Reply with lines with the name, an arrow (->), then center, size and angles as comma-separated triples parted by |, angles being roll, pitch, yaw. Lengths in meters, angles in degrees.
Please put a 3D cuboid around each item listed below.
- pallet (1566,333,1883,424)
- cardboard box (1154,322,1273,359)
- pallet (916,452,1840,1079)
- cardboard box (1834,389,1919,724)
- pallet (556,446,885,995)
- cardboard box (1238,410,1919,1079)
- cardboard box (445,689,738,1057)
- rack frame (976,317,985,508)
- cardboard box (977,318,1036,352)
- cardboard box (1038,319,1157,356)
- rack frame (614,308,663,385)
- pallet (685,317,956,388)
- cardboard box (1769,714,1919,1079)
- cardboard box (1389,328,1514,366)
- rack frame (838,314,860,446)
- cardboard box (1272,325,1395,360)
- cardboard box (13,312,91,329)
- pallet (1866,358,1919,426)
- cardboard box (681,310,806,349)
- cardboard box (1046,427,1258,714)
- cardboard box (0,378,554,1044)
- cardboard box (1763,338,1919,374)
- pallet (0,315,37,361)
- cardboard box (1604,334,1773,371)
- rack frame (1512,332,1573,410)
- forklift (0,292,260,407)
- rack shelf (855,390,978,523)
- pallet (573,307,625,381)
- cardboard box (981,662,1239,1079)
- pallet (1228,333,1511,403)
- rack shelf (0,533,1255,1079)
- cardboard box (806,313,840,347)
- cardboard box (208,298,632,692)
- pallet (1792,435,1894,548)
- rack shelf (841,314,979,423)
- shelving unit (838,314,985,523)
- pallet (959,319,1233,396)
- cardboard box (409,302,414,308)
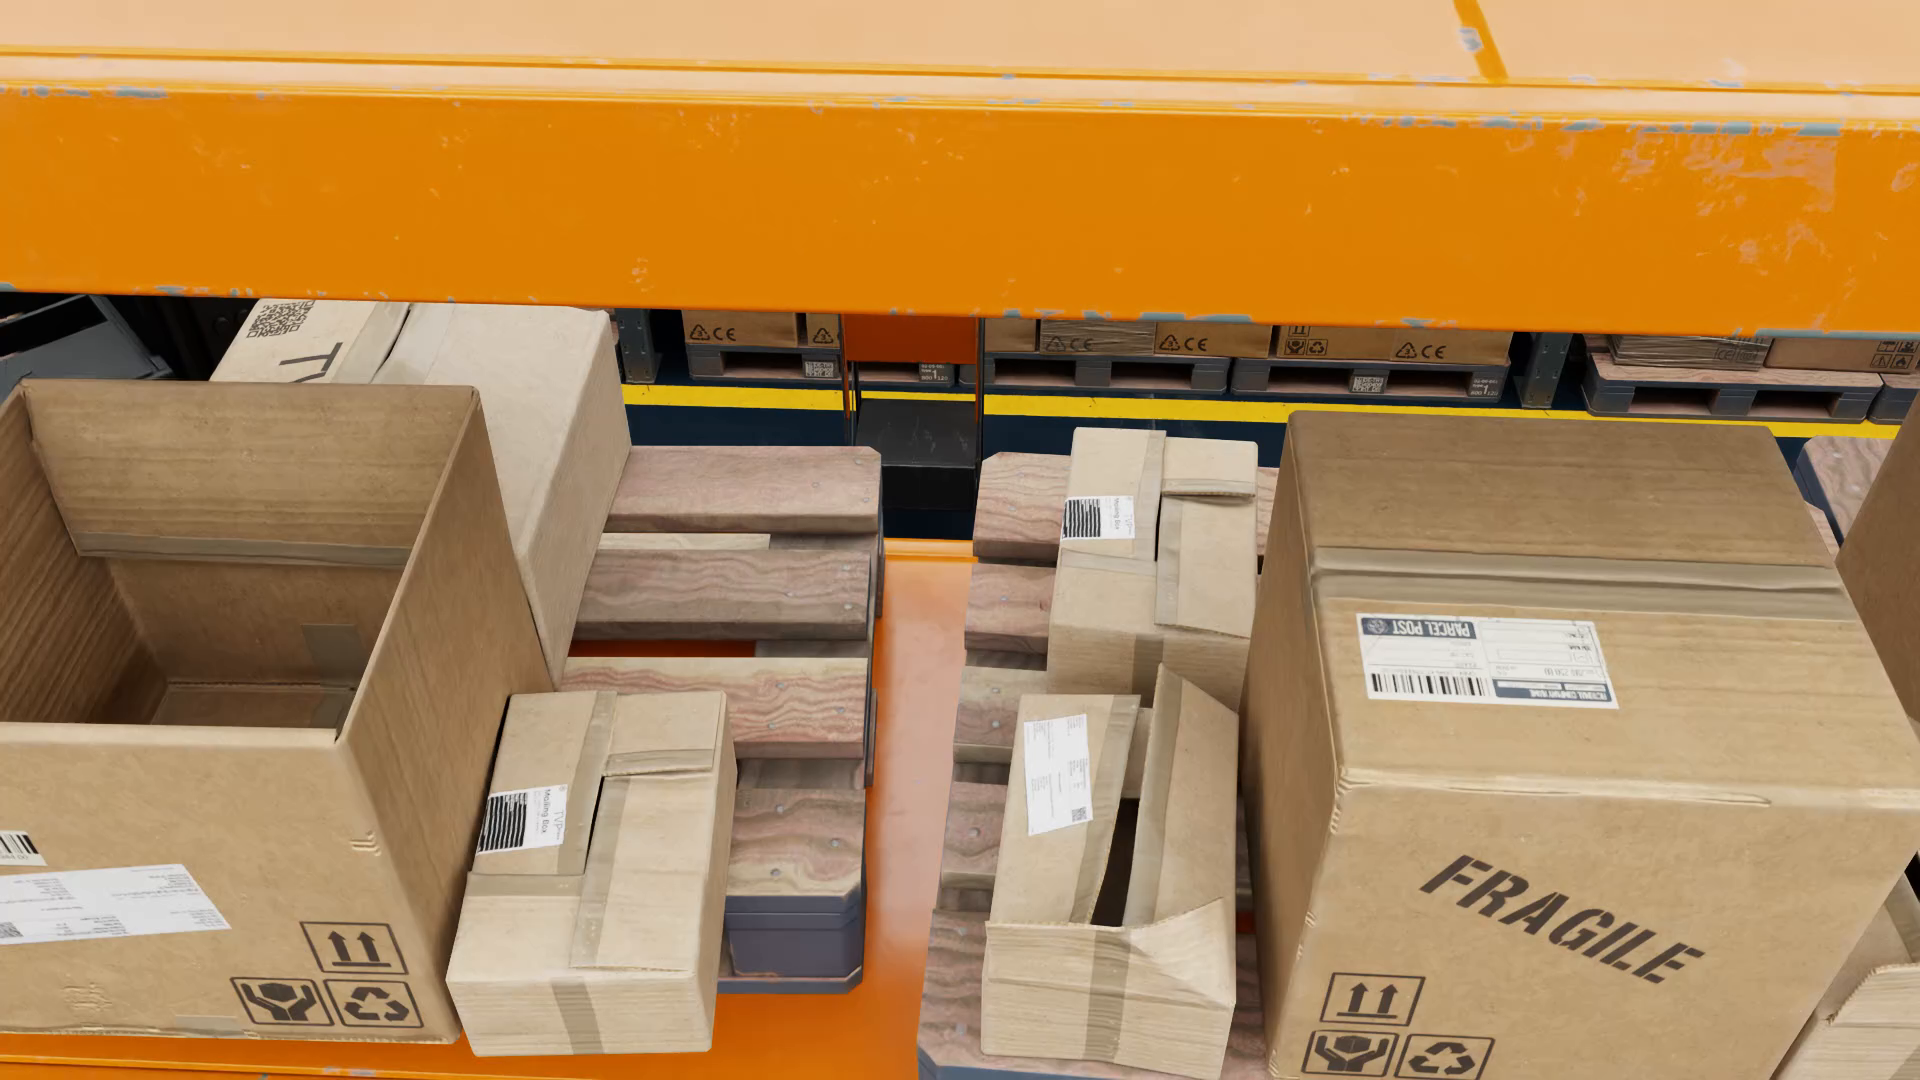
pallet -> 3.397, -0.943, 7.607 | 1.213, 0.211, 1.003 | 2, 43, 2
cardboard box -> 1.122, -1.157, 7.318 | 0.500, 0.500, 0.500 | 3, 43, 4
pallet -> 0.593, 0.321, 2.143 | 1.213, 0.211, 1.003 | 4, 43, 4
cardboard box -> 1.359, 0.176, 1.778 | 0.500, 0.500, 0.700 | 0, 43, 0
pallet -> -0.721, 0.209, 2.265 | 1.217, 0.209, 0.805 | 0, 43, 0
cardboard box -> 0.583, 0.221, 1.731 | 0.500, 0.500, 0.500 | 2, 43, 2
cardboard box -> -0.391, 0.354, 1.832 | 0.250, 0.166, 0.380 | -1, 43, -1
rack frame -> 0.078, -0.766, 6.032 | 0.015, 2.100, 0.400 | 2, 43, 2
cardboard box -> 0.084, -1.181, 7.343 | 0.500, 0.500, 0.500 | 1, 43, 1
cardboard box -> 0.602, -1.161, 7.321 | 0.500, 0.500, 0.500 | 0, 43, 0
rack frame -> -1.420, -2.138, 6.844 | 0.127, 3.000, 1.000 | 2, 43, 2
pallet -> -0.605, -1.118, 7.796 | 1.213, 0.211, 1.003 | 2, 43, 2
cardboard box -> 0.965, 0.359, 1.754 | 0.258, 0.266, 0.396 | 1, 43, 1
cardboard box -> 2.144, -1.121, 7.278 | 0.500, 0.500, 0.500 | 3, 43, 3
rack frame -> -0.409, -0.781, 6.048 | 0.015, 2.100, 0.400 | 2, 43, 2
cardboard box -> 1.645, -1.143, 7.302 | 0.500, 0.500, 0.500 | 1, 43, 1
cardboard box -> -3.957, -1.364, 7.539 | 0.500, 0.500, 0.700 | 3, 43, 4
pallet -> 4.612, -0.904, 7.565 | 1.213, 0.211, 1.003 | 2, 43, 2
cardboard box -> -0.947, -1.209, 7.373 | 0.500, 0.500, 0.500 | 3, 43, 4
cardboard box -> 0.256, 0.032, 2.177 | 0.250, 0.166, 0.380 | 5, 43, 5
cardboard box -> -0.772, 0.179, 1.775 | 0.500, 0.500, 0.500 | 1, 43, 1
cardboard box -> 3.852, -1.257, 7.332 | 0.625, 0.625, 0.875 | 3, 43, 3
pallet -> -4.543, -1.214, 7.899 | 1.213, 0.211, 1.003 | 2, 43, 2
cardboard box -> 3.199, -1.271, 7.348 | 0.625, 0.625, 0.875 | 3, 43, 3
rack frame -> 2.576, -2.015, 6.712 | 0.127, 3.000, 1.000 | 2, 43, 2
forklift -> -2.231, 0.249, 4.333 | 3.031, 2.935, 1.130 | -30, 51, -28
rack shelf -> -0.165, -0.251, 6.526 | 0.480, 0.518, 0.431 | 2, 43, 2
pallet -> -2.106, -1.139, 7.818 | 1.213, 0.211, 1.003 | 2, 43, 2
cardboard box -> 0.170, 0.335, 1.780 | 0.258, 0.266, 0.396 | 5, 43, 5
pallet -> 1.832, -1.043, 7.715 | 1.213, 0.211, 1.003 | 2, 43, 2
rack shelf -> 0.358, 0.469, 2.373 | 4.000, 0.370, 1.077 | 2, 43, 2
cardboard box -> -0.414, -1.199, 7.362 | 0.500, 0.500, 0.500 | 1, 43, 1
cardboard box -> -0.750, -0.092, 2.205 | 0.500, 0.311, 0.500 | 2, 43, 2
pallet -> 1.711, 0.353, 2.109 | 1.003, 0.211, 1.213 | 4, 43, 4
rack shelf -> -0.165, -0.763, 6.049 | 0.480, 0.518, 0.431 | 2, 43, 2
shelving unit -> -0.165, -0.773, 6.040 | 0.503, 2.100, 0.431 | 2, 43, 2
pallet -> 0.616, -1.083, 7.757 | 1.213, 0.211, 1.003 | 2, 43, 2
cardboard box -> -2.346, -1.119, 7.449 | 0.258, 0.266, 0.396 | 3, 43, 3
